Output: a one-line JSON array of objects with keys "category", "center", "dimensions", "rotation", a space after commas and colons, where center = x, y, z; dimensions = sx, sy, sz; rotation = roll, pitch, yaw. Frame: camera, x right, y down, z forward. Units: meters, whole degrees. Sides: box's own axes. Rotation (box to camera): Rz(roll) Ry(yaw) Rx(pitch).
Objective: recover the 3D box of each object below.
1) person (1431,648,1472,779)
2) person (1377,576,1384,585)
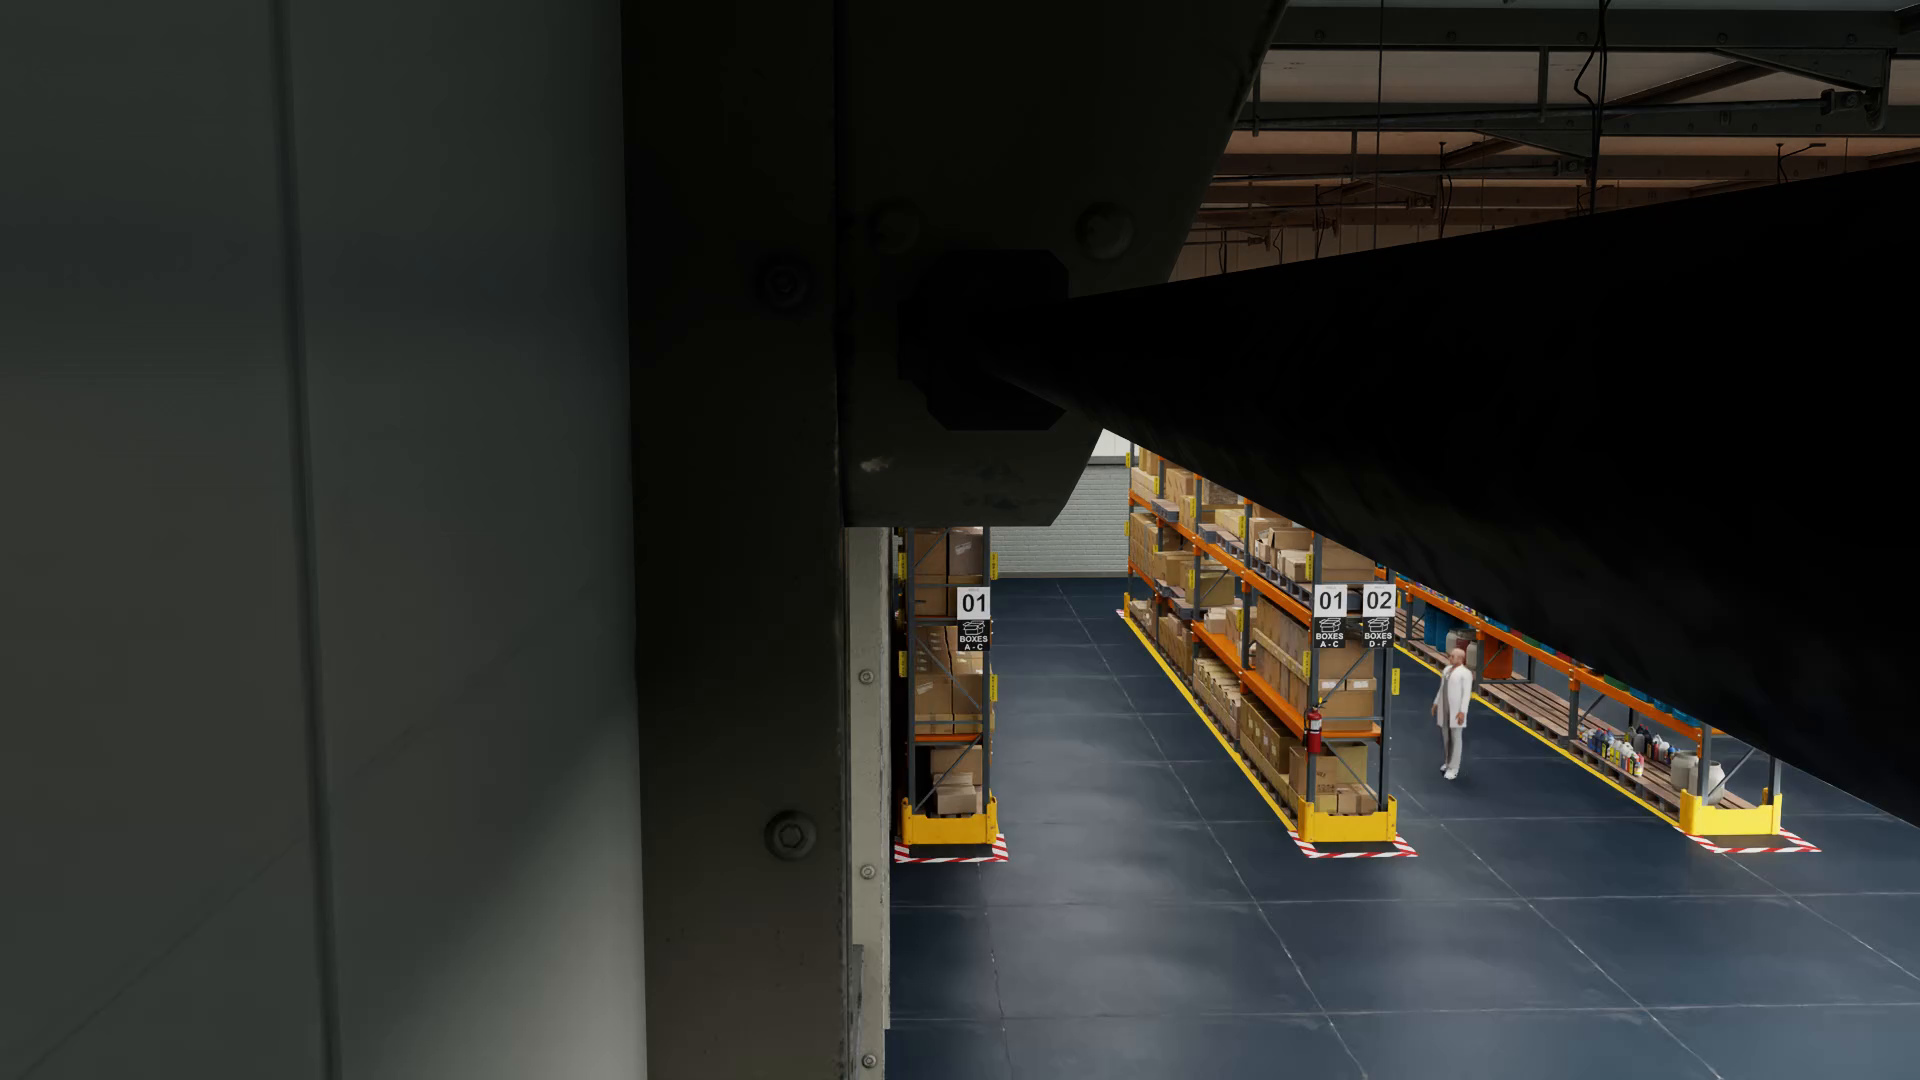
[{"category": "person", "center": [6.958, 2.443, 23.594], "dimensions": [0.566, 1.808, 0.601], "rotation": [-6, 10, -40]}, {"category": "person", "center": [9.743, 0.472, 39.214], "dimensions": [0.601, 1.682, 1.018], "rotation": [-3, 8, -24]}]
